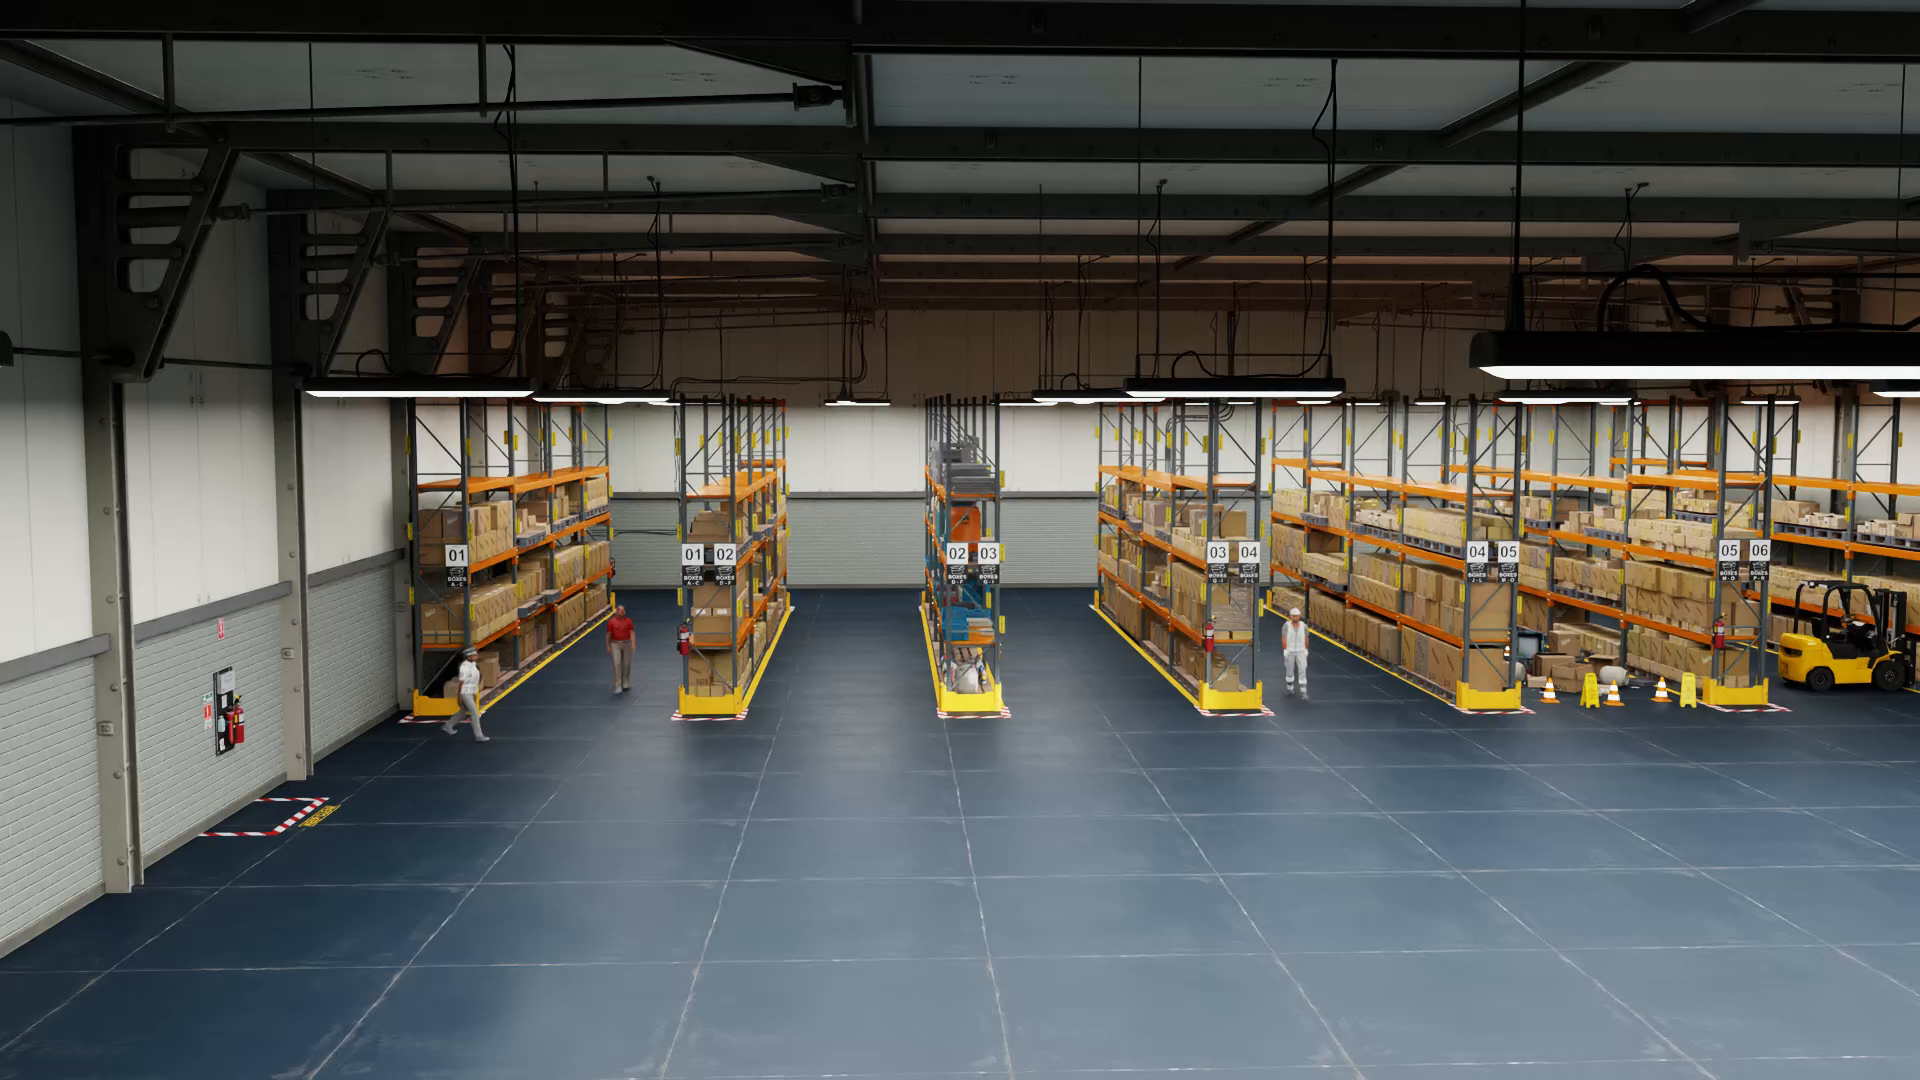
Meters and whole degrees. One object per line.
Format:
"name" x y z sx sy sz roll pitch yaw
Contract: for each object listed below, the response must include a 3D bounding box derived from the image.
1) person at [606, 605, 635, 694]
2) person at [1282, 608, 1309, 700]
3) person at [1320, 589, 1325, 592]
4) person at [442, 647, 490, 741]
"person" -6.863 2.214 33.827 0.566 1.729 0.781 -2 5 -25
"person" 6.643 2.221 32.917 0.544 1.746 0.902 1 5 7
"person" 10.773 1.010 48.681 0.536 1.816 0.794 -3 6 -35
"person" -8.539 2.638 28.712 1.049 1.622 0.459 1 5 17
